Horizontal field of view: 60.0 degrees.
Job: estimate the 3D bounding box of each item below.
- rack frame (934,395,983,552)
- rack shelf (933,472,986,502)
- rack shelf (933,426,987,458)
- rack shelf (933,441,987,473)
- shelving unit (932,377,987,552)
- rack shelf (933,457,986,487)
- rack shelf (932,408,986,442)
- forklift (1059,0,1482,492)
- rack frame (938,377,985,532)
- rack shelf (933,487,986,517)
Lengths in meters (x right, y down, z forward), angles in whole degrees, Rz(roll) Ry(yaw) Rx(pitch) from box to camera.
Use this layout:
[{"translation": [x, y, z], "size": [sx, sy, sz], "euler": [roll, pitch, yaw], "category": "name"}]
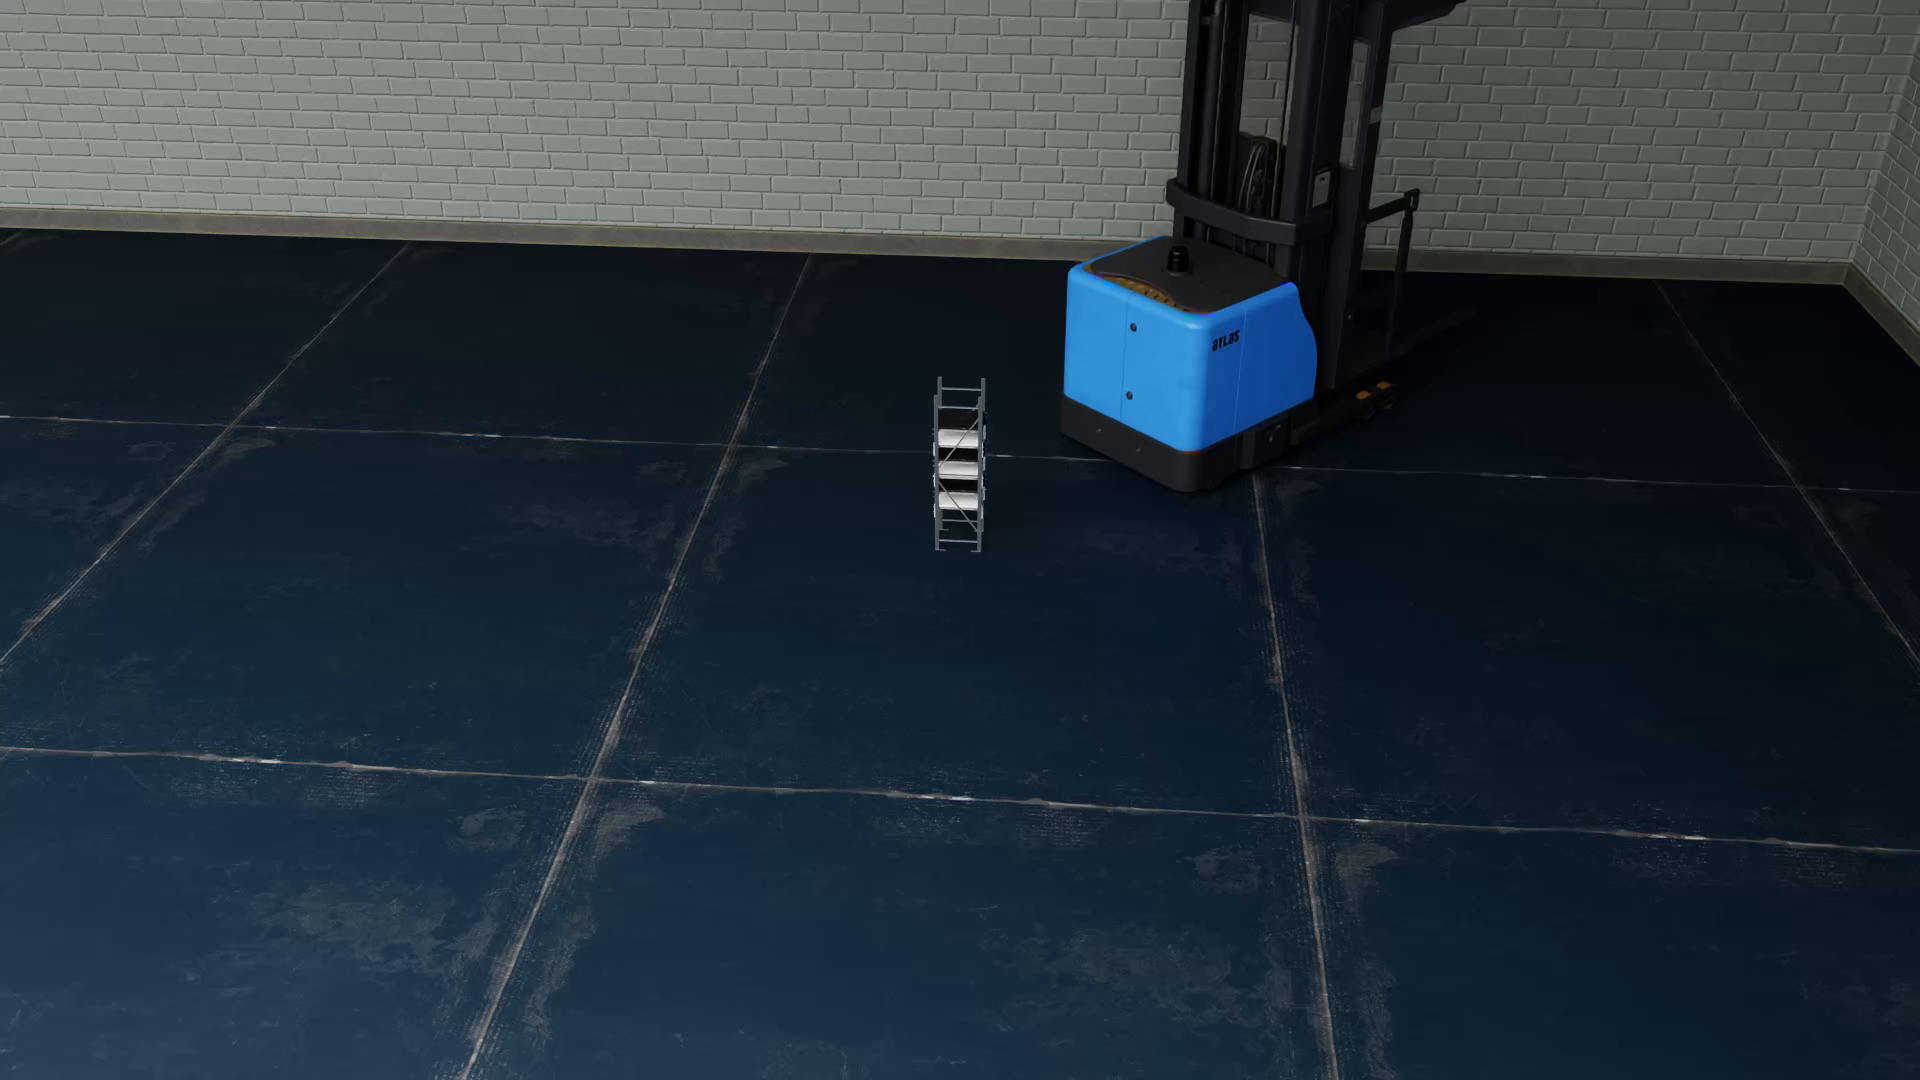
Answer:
[{"translation": [-0.009, -0.326, 8.421], "size": [0.240, 0.900, 0.006], "euler": [2, 32, 4], "category": "rack frame"}, {"translation": [-0.001, -0.274, 8.572], "size": [0.258, 0.077, 0.200], "euler": [2, 32, 4], "category": "rack shelf"}, {"translation": [-0.001, -0.504, 8.430], "size": [0.258, 0.077, 0.200], "euler": [2, 32, 4], "category": "rack shelf"}, {"translation": [-0.001, -0.427, 8.477], "size": [0.258, 0.077, 0.200], "euler": [2, 32, 4], "category": "rack shelf"}, {"translation": [-0.001, -0.379, 8.507], "size": [0.258, 0.900, 0.210], "euler": [2, 32, 4], "category": "shelving unit"}, {"translation": [-0.001, -0.350, 8.525], "size": [0.258, 0.077, 0.200], "euler": [2, 32, 4], "category": "rack shelf"}, {"translation": [-0.001, -0.580, 8.383], "size": [0.258, 0.077, 0.200], "euler": [2, 32, 4], "category": "rack shelf"}, {"translation": [2.017, -2.154, 9.452], "size": [3.031, 2.935, 1.130], "euler": [-25, 39, -34], "category": "forklift"}, {"translation": [0.008, -0.432, 8.593], "size": [0.240, 0.900, 0.006], "euler": [2, 32, 4], "category": "rack frame"}, {"translation": [-0.001, -0.197, 8.619], "size": [0.258, 0.077, 0.200], "euler": [2, 32, 4], "category": "rack shelf"}]
